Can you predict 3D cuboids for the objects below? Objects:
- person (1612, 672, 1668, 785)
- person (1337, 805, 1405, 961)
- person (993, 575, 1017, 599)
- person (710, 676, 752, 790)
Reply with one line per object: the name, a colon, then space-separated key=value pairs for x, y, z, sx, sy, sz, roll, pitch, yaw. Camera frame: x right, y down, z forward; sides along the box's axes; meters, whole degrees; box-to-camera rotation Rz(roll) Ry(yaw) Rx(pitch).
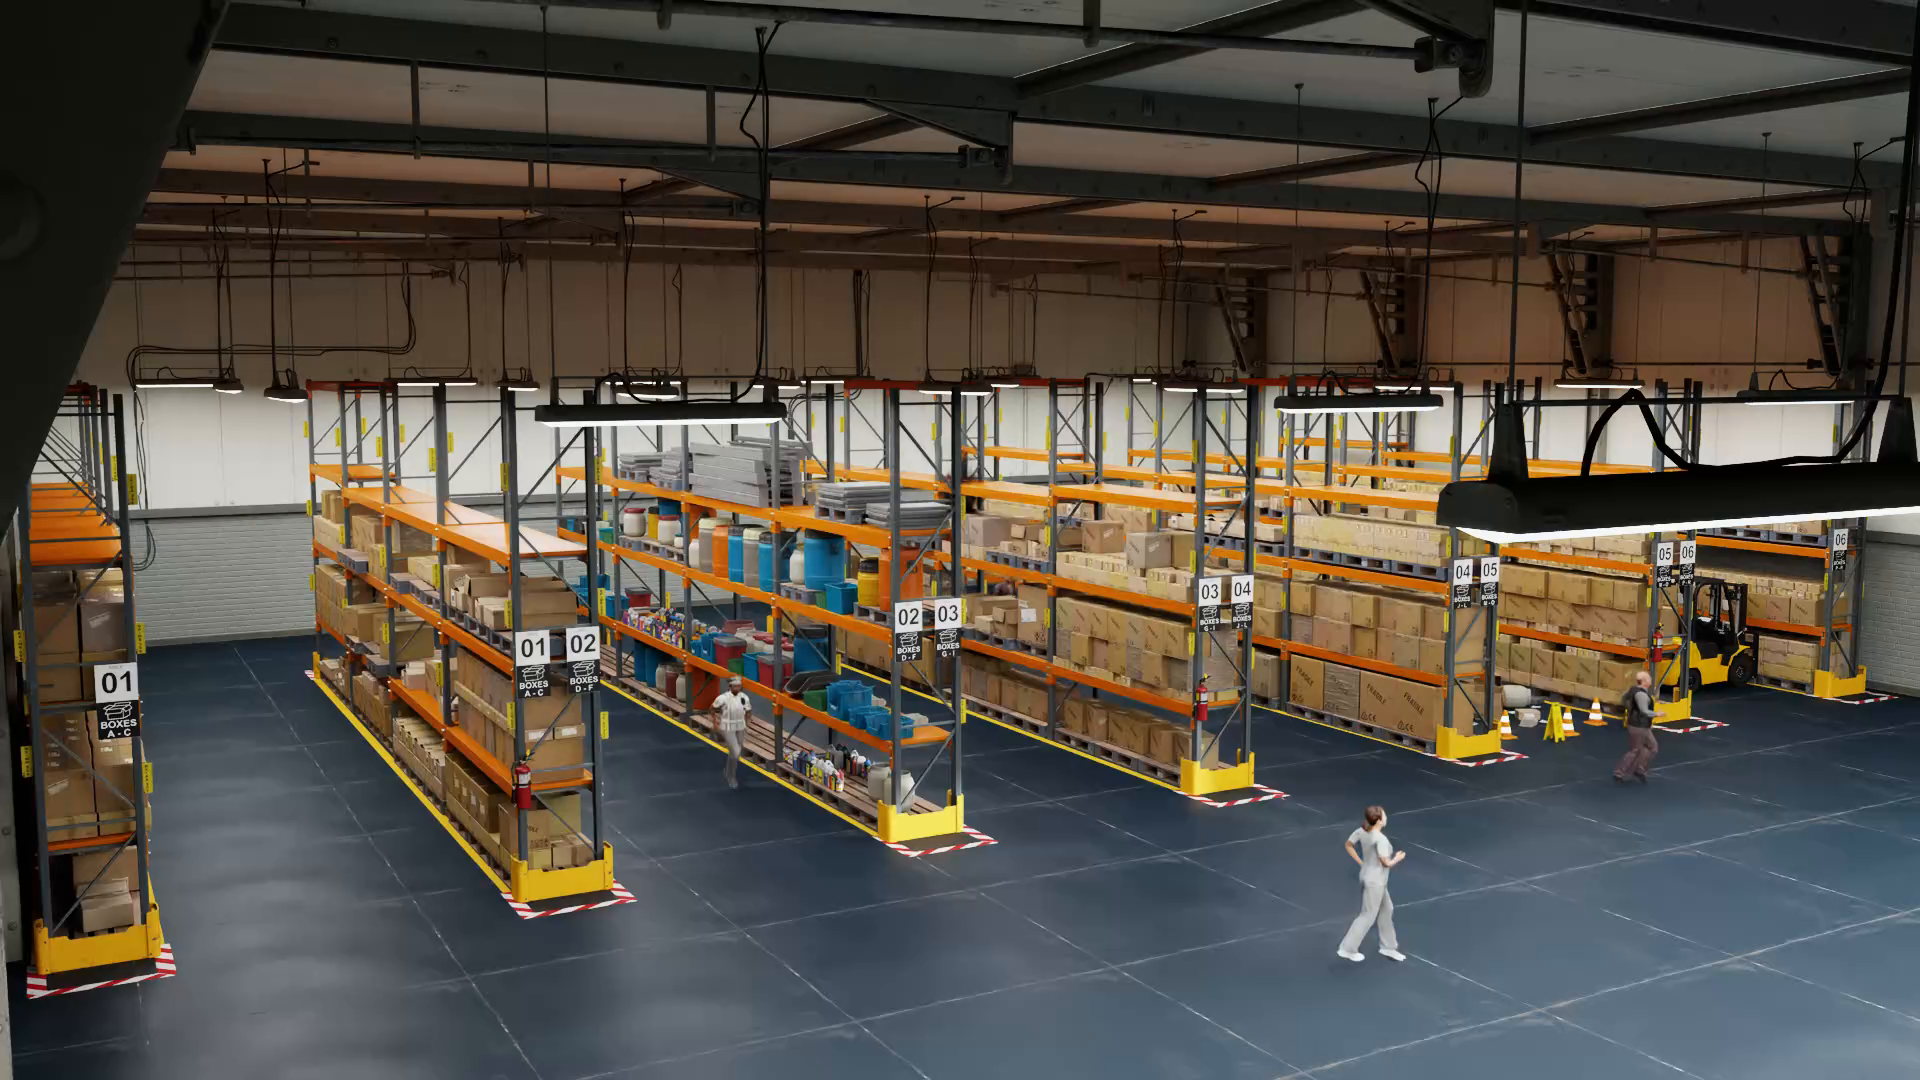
person: x=10.194 y=2.839 z=24.914 sx=0.733 sy=1.767 sz=0.666 roll=2 pitch=6 yaw=18
person: x=4.344 y=3.630 z=17.484 sx=0.807 sy=1.691 sz=0.564 roll=-1 pitch=6 yaw=-11
person: x=0.985 y=1.572 z=36.572 sx=0.744 sy=1.831 sz=0.965 roll=-4 pitch=7 yaw=-32
person: x=-3.375 y=2.864 z=24.810 sx=0.536 sy=1.726 sz=0.801 roll=-4 pitch=7 yaw=-36
